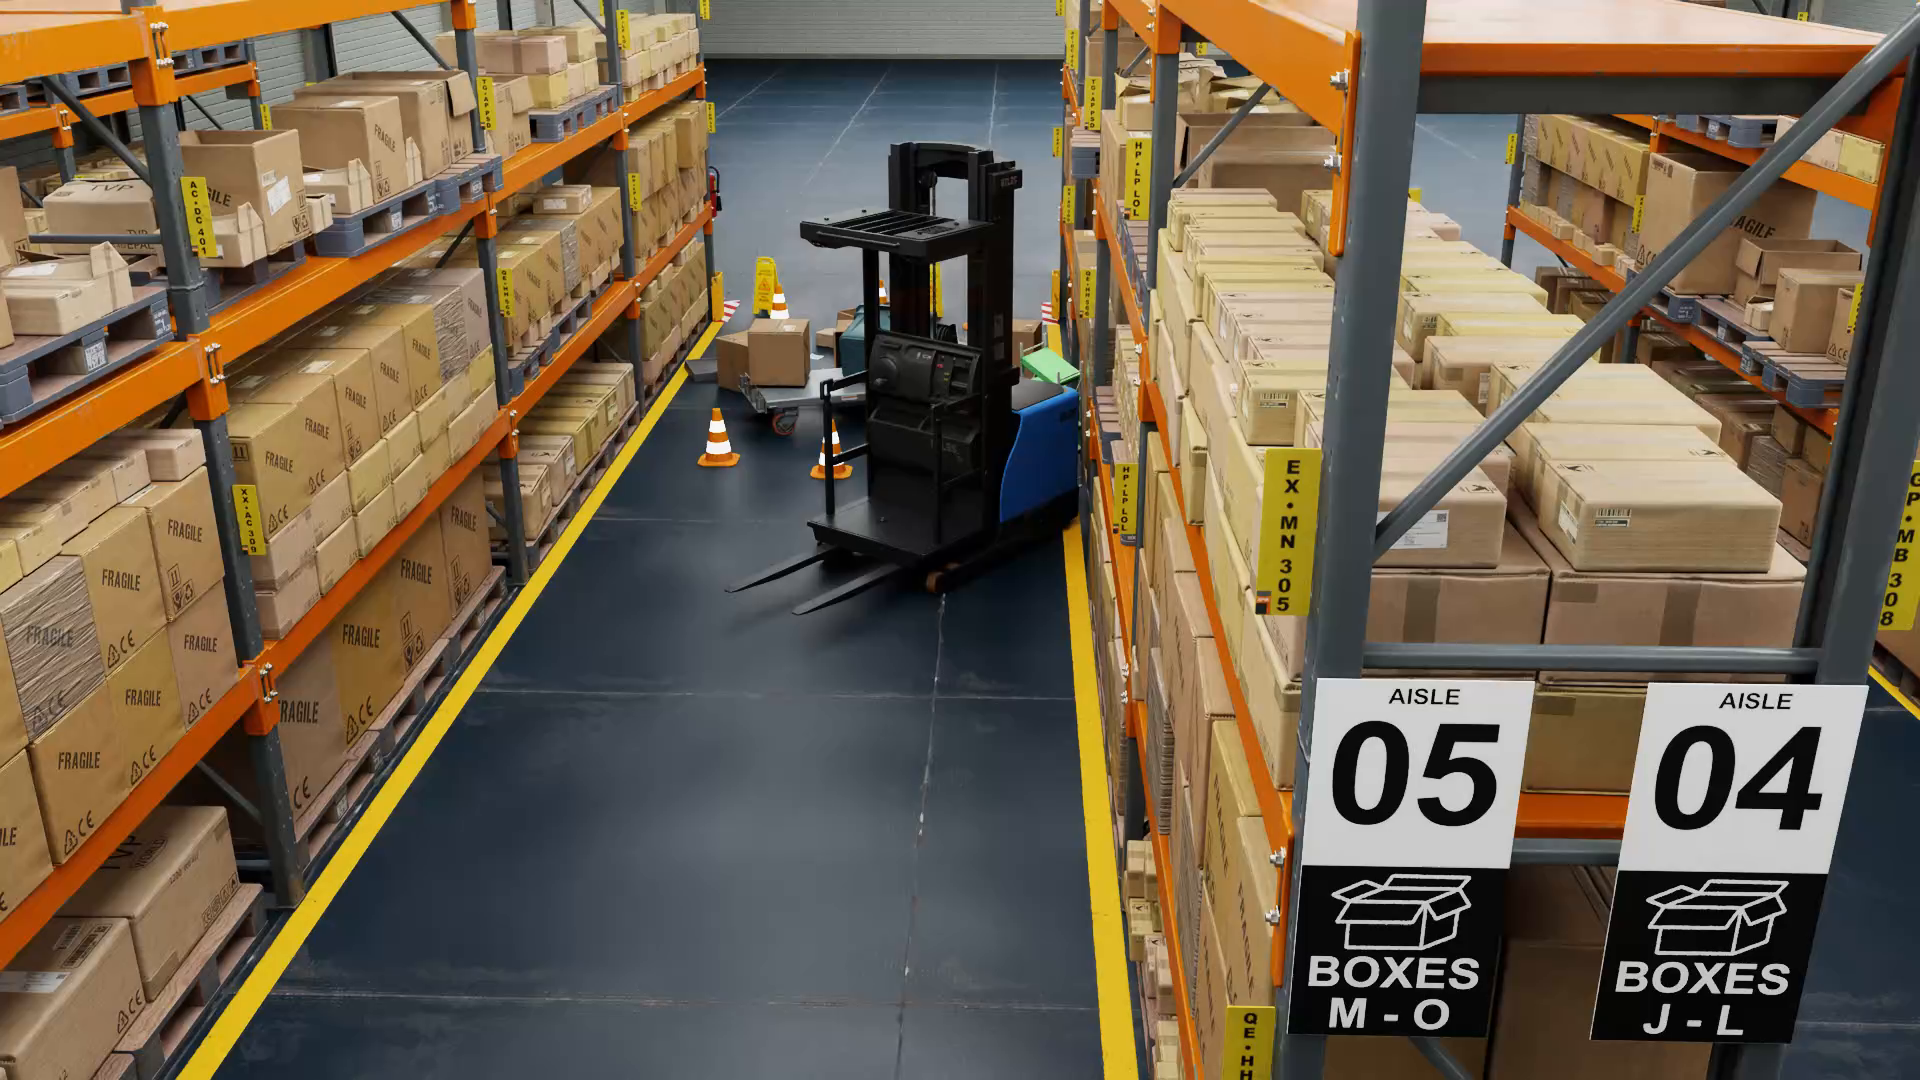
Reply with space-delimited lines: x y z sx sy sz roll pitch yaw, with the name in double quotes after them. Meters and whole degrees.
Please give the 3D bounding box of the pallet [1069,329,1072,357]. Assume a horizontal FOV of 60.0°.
1.654 -1.943 17.244 1.003 0.211 1.213 1 21 2 "pallet"

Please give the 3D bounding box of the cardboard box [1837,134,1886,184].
6.121 -2.492 10.865 0.500 0.250 0.500 1 21 2 "cardboard box"

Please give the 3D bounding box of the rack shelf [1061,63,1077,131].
1.580 -4.312 16.344 1.077 0.370 4.000 1 21 2 "rack shelf"

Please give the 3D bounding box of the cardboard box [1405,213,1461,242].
1.576 -1.081 5.986 0.380 0.149 0.250 1 21 2 "cardboard box"

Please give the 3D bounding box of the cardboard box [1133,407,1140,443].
1.133 -0.608 8.894 0.380 0.149 0.250 0 21 -1 "cardboard box"

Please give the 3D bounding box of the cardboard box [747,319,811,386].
-1.652 -1.723 15.232 0.500 0.500 0.500 1 21 2 "cardboard box"

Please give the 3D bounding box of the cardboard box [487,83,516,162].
-3.515 -2.886 11.534 0.700 0.500 0.500 1 21 2 "cardboard box"

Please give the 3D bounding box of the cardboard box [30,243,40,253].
-8.161 -2.394 14.069 0.500 0.250 0.500 0 21 0 "cardboard box"

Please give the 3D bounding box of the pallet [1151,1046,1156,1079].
1.256 2.352 6.176 1.003 0.211 1.213 1 21 2 "pallet"

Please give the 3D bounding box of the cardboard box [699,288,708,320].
-3.067 -2.600 18.305 0.500 0.250 0.500 1 21 1 "cardboard box"

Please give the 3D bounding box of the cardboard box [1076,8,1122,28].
1.211 -4.558 14.508 0.380 0.149 0.250 0 21 1 "cardboard box"

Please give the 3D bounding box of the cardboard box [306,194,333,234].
-3.287 -1.591 8.077 0.380 0.166 0.250 -1 21 -2 "cardboard box"

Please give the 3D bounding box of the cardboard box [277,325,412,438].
-3.360 -0.873 9.112 0.500 0.500 0.500 0 21 1 "cardboard box"

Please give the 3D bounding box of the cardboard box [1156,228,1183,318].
1.021 -1.024 6.391 0.500 0.250 0.500 1 21 3 "cardboard box"

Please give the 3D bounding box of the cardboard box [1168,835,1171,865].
0.948 1.059 6.001 0.380 0.149 0.250 2 21 4 "cardboard box"

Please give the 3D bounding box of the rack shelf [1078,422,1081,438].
0.739 -0.939 13.223 0.258 0.148 0.480 -25 45 -23 "rack shelf"

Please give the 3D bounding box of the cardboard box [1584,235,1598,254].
6.274 -2.850 16.076 0.380 0.149 0.250 1 21 2 "cardboard box"

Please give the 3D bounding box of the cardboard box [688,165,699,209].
-3.071 -3.796 17.615 0.500 0.500 0.500 1 21 2 "cardboard box"

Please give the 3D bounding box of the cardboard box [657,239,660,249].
-3.149 -2.912 16.233 0.380 0.149 0.250 1 21 1 "cardboard box"

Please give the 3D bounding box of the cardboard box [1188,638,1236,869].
0.941 0.622 4.849 0.500 0.500 0.500 2 21 4 "cardboard box"

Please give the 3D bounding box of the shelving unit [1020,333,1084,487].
0.736 -0.987 13.182 0.258 1.200 0.503 -25 45 -23 "shelving unit"

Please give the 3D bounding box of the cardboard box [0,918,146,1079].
-3.828 1.897 6.456 0.875 0.438 0.875 0 21 0 "cardboard box"

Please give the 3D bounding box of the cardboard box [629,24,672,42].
-3.039 -4.963 16.272 0.380 0.149 0.250 1 21 3 "cardboard box"

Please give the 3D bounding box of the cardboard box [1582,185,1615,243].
6.514 -3.145 15.938 0.875 0.500 0.500 1 21 2 "cardboard box"

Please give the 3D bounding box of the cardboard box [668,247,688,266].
-3.039 -2.944 17.258 0.380 0.149 0.250 2 21 4 "cardboard box"

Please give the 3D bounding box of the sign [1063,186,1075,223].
0.964 -2.972 14.737 0.100 0.325 0.005 1 21 2 "sign"

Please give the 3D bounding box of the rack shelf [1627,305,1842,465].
6.413 -1.377 12.925 1.077 0.370 4.000 1 21 2 "rack shelf"

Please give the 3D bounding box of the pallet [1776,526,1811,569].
6.377 0.029 12.164 1.003 0.211 1.213 1 21 2 "pallet"

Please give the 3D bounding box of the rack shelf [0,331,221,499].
-3.736 0.008 5.208 1.077 0.370 4.000 1 21 2 "rack shelf"

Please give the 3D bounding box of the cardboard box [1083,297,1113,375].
1.159 -1.473 12.040 0.500 0.500 0.500 1 21 2 "cardboard box"

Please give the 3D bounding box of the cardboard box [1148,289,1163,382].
0.997 -0.798 6.499 0.500 0.250 0.500 2 21 4 "cardboard box"

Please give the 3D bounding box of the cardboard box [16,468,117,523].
-3.501 -0.168 6.398 0.380 0.149 0.250 1 21 2 "cardboard box"

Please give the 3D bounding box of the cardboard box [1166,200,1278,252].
0.983 -1.181 6.243 0.380 0.149 0.250 0 21 -1 "cardboard box"

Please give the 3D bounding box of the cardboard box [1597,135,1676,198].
6.226 -3.433 15.299 0.500 0.500 0.500 1 21 2 "cardboard box"

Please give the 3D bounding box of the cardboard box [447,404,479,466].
-3.309 -0.657 10.284 0.500 0.250 0.500 1 21 3 "cardboard box"

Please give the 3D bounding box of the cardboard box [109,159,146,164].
-8.127 -3.664 16.379 0.380 0.149 0.250 1 21 1 "cardboard box"

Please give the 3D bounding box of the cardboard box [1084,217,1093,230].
1.518 -2.730 15.210 0.875 0.550 0.550 1 21 2 "cardboard box"

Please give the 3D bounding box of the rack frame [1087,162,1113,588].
1.397 -1.080 11.166 1.000 3.000 0.127 1 21 2 "rack frame"

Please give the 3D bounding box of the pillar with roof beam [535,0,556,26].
-4.343 -13.060 33.747 9.100 9.000 0.400 1 21 2 "pillar with roof beam"

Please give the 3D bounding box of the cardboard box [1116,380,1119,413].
1.173 -0.902 10.474 0.380 0.149 0.250 2 21 4 "cardboard box"

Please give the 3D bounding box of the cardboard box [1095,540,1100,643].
1.109 0.324 10.422 0.500 0.500 0.500 1 21 2 "cardboard box"

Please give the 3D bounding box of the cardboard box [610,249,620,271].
-3.172 -2.434 14.422 0.380 0.149 0.250 1 21 2 "cardboard box"

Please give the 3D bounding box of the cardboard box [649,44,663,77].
-3.110 -4.535 15.720 0.500 0.250 0.500 1 21 2 "cardboard box"

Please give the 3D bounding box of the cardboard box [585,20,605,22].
-3.580 -5.156 16.768 0.380 0.149 0.250 1 21 1 "cardboard box"

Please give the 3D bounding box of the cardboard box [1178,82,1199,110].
1.639 -2.939 11.214 0.500 0.311 0.500 1 21 2 "cardboard box"

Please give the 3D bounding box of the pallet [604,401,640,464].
-3.454 -0.963 14.718 1.003 0.211 1.213 1 21 2 "pallet"

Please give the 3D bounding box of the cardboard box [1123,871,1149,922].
0.943 1.628 7.548 0.380 0.149 0.250 0 21 -1 "cardboard box"

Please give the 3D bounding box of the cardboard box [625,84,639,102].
-3.111 -4.030 14.968 0.380 0.149 0.250 1 21 2 "cardboard box"

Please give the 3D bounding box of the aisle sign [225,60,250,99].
-7.976 -5.276 18.387 0.394 0.787 0.004 1 21 2 "aisle sign"

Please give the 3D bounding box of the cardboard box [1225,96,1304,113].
1.626 -2.268 8.883 0.396 0.266 0.258 1 21 2 "cardboard box"

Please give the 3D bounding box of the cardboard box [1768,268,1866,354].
6.245 -1.630 11.864 0.700 0.500 0.500 4 22 10 "cardboard box"

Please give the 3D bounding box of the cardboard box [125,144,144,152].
-8.537 -4.038 17.342 0.380 0.149 0.250 1 21 3 "cardboard box"

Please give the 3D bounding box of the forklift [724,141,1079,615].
-0.383 -1.186 11.534 1.130 2.935 3.031 16 26 35 "forklift"

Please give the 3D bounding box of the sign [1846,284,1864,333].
5.809 -1.494 10.742 0.100 0.325 0.005 1 21 2 "sign"

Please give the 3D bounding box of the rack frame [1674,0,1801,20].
6.473 -5.232 13.573 1.000 3.000 0.127 1 21 2 "rack frame"

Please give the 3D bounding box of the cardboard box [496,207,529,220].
-3.776 -2.399 13.436 0.500 0.500 0.500 1 21 1 "cardboard box"
